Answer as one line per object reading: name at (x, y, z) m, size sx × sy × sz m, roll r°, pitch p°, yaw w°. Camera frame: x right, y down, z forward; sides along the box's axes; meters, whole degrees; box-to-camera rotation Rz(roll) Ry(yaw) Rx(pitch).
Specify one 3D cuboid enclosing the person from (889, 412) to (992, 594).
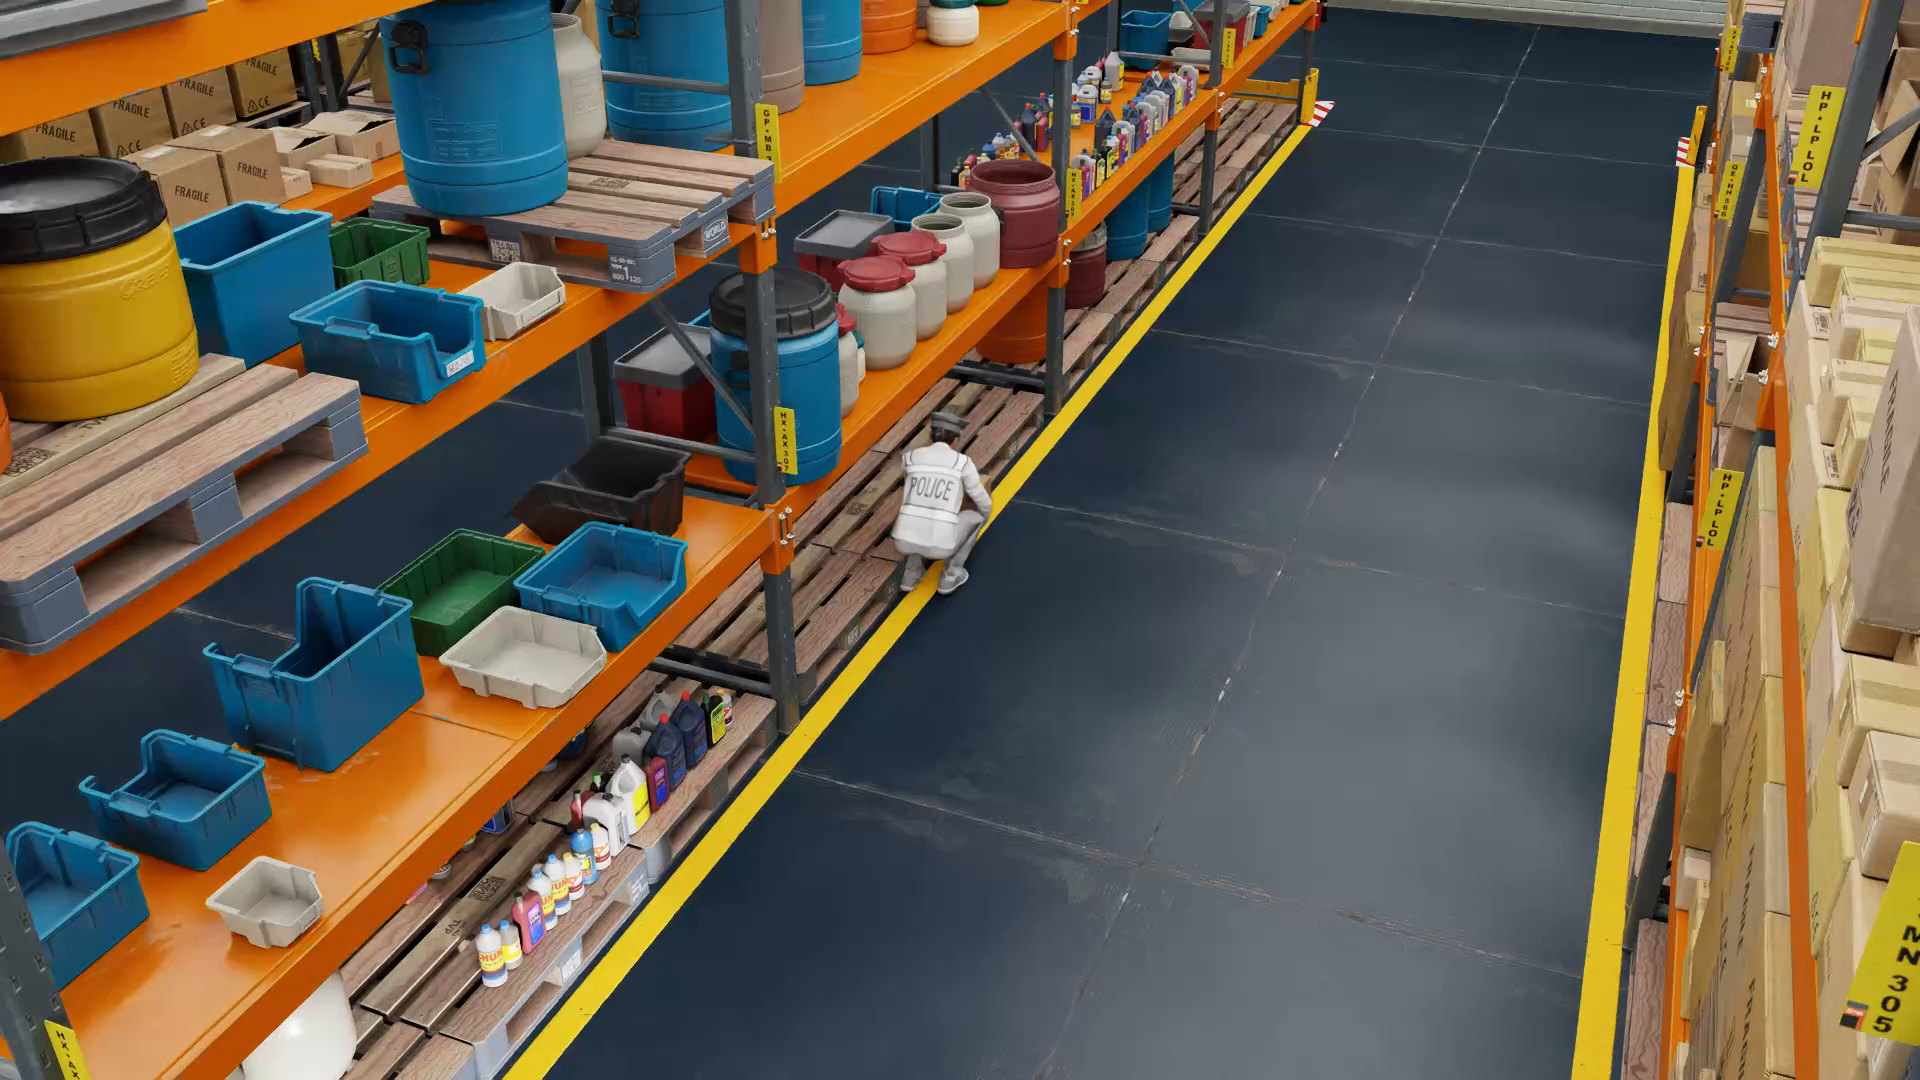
person at (-0.109, -0.211, 9.477) m, size 0.501 × 0.963 × 0.823 m, roll 12°, pitch 32°, yaw 19°
